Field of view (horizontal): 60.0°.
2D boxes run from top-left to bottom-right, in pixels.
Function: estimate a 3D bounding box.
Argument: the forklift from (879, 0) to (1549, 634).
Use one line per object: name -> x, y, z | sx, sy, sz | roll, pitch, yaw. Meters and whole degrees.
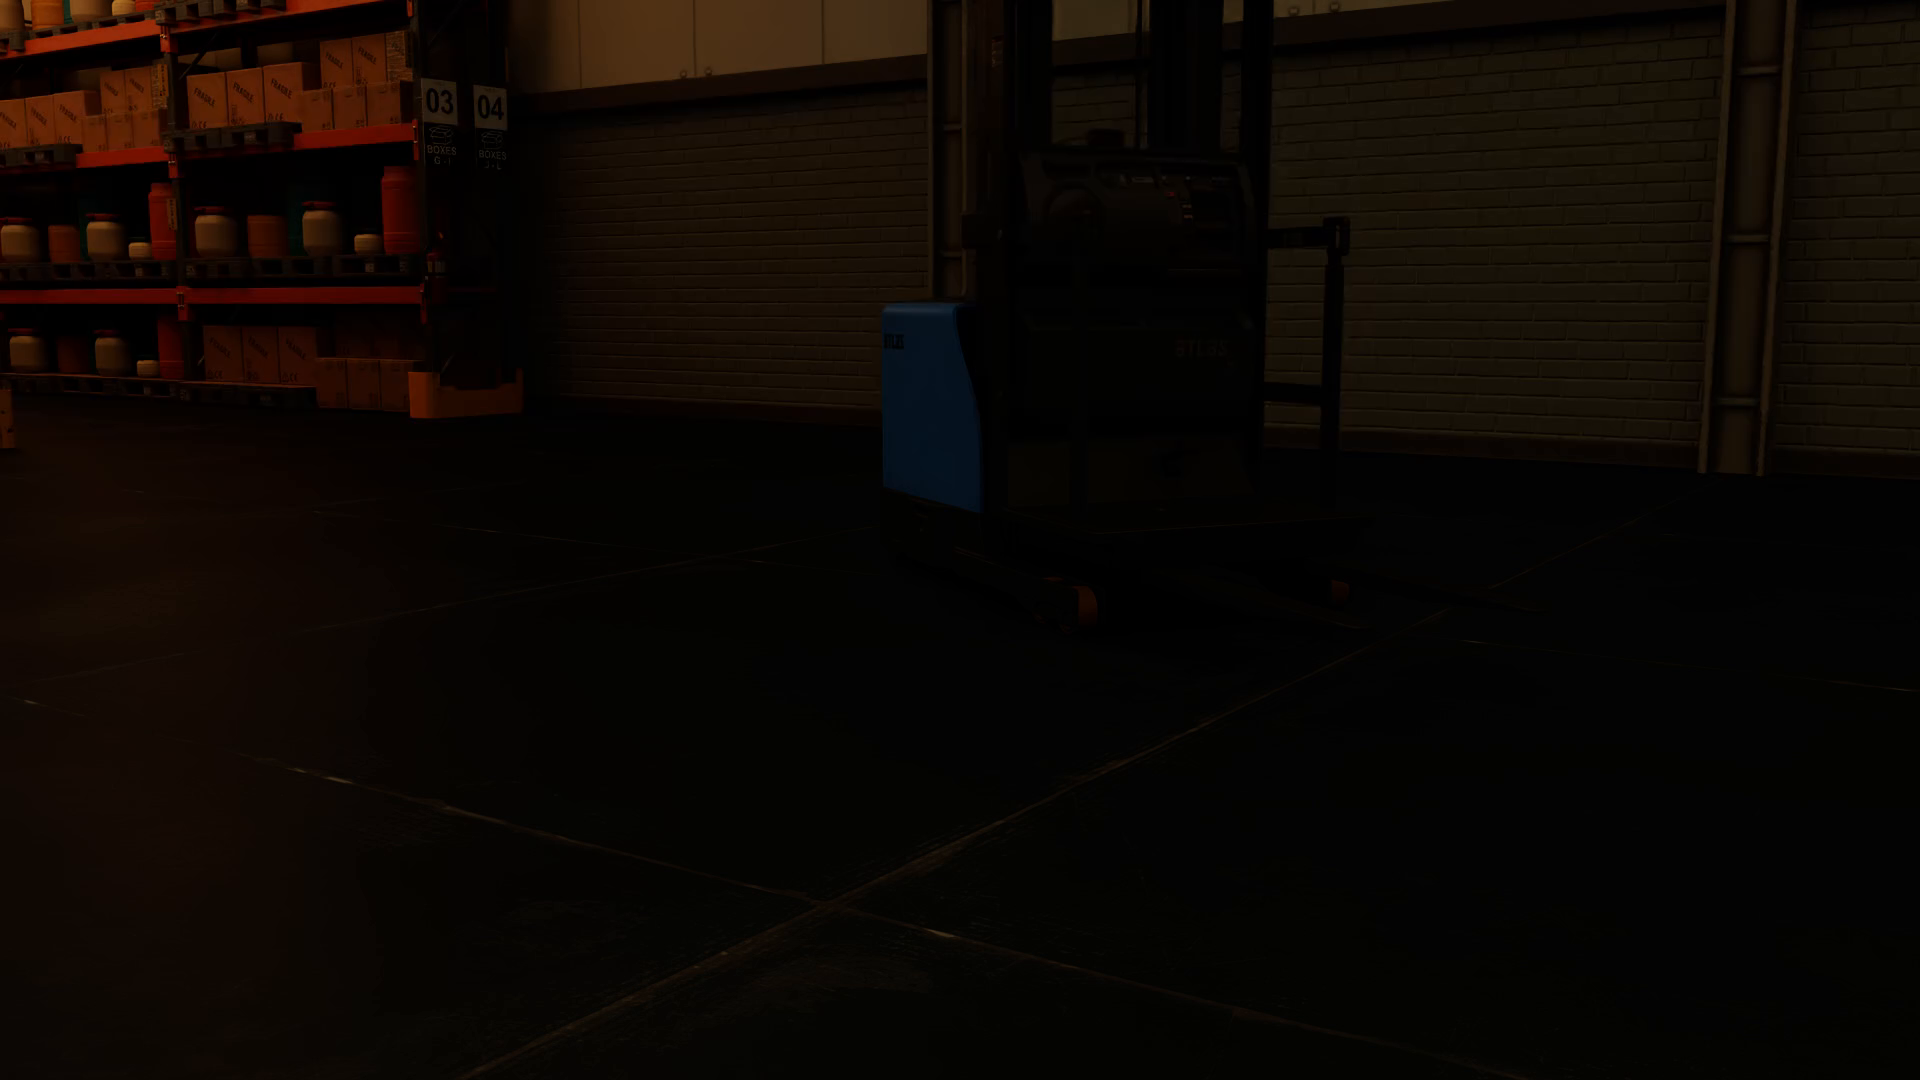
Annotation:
forklift -> 0.725, -1.210, 5.703 | 1.130, 2.935, 3.031 | -4, 9, -24
